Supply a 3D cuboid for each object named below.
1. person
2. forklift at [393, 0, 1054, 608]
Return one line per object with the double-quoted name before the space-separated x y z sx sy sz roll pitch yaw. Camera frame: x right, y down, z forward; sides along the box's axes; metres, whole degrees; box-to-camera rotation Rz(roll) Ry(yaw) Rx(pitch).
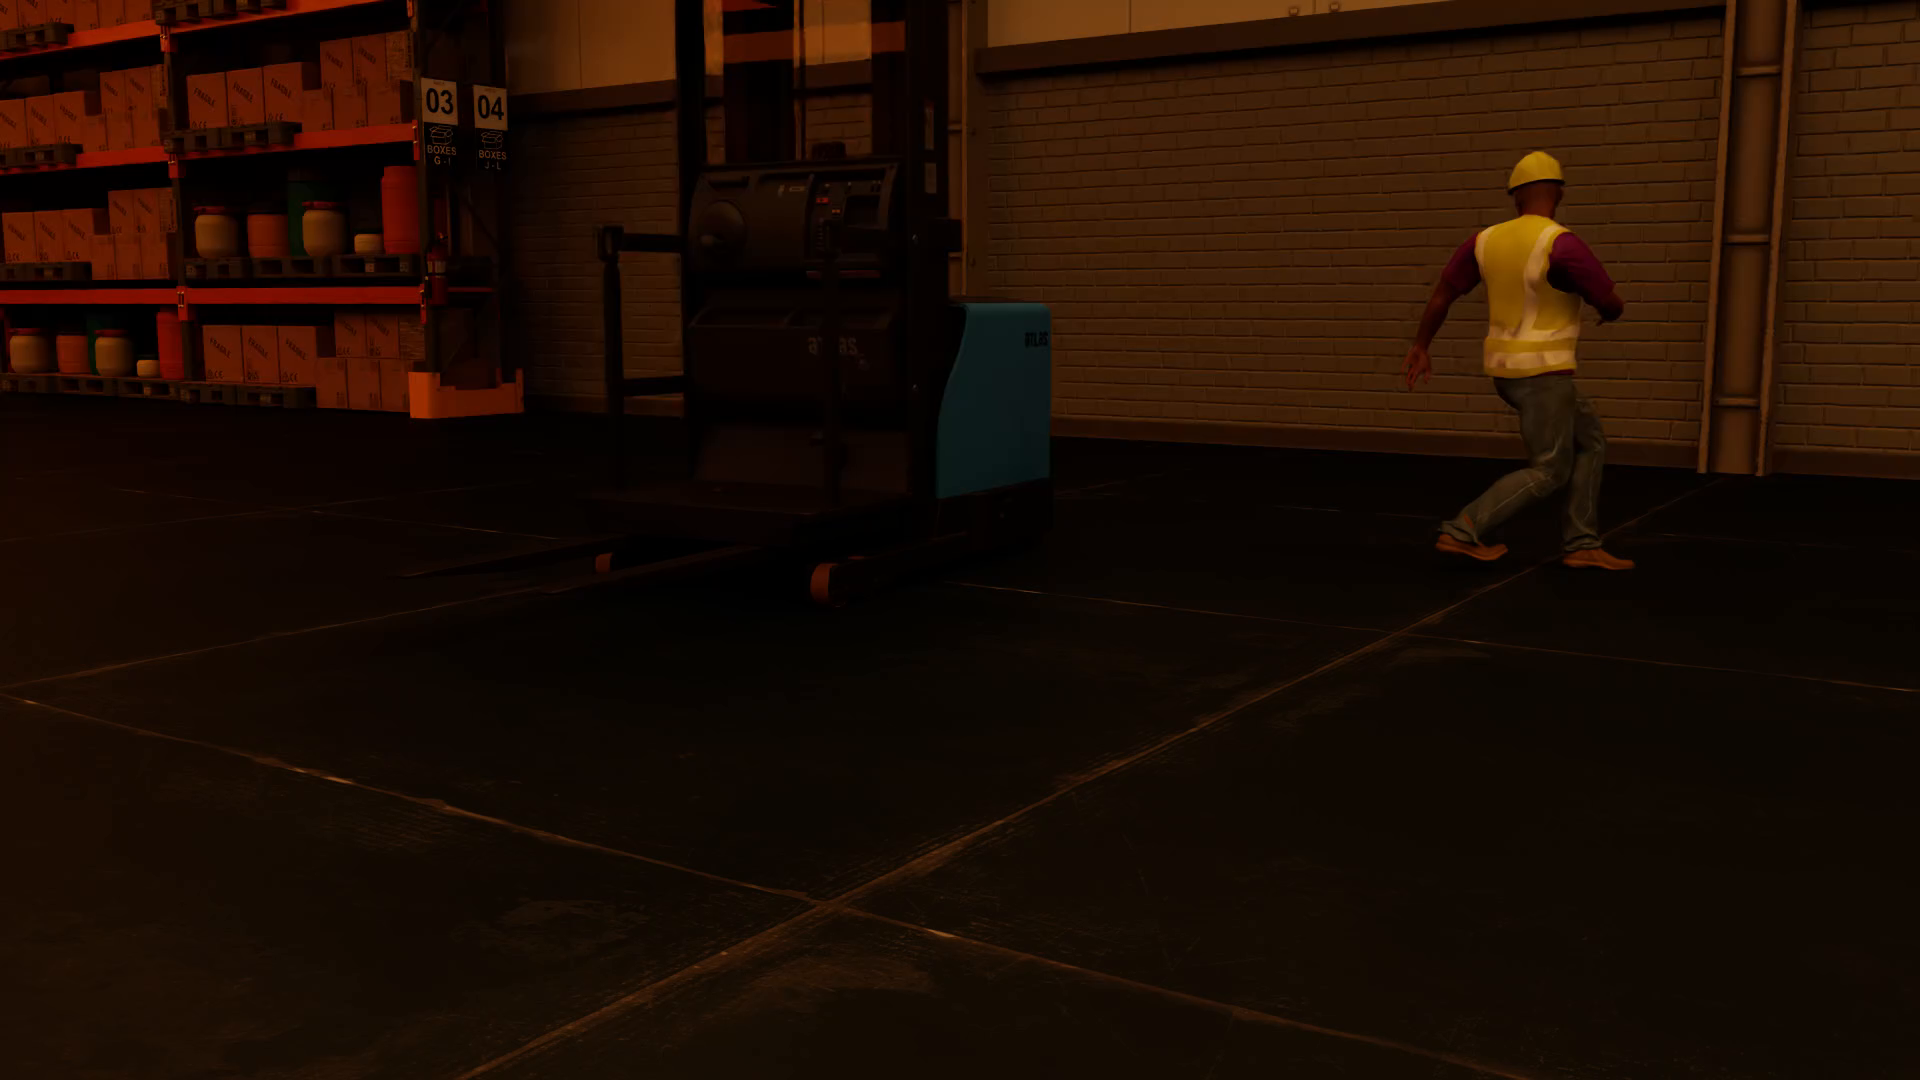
"person" 2.302 -0.699 6.678 0.940 1.685 0.594 -1 8 -4
"forklift" -0.752 -1.282 6.206 1.130 2.935 3.031 5 9 29
